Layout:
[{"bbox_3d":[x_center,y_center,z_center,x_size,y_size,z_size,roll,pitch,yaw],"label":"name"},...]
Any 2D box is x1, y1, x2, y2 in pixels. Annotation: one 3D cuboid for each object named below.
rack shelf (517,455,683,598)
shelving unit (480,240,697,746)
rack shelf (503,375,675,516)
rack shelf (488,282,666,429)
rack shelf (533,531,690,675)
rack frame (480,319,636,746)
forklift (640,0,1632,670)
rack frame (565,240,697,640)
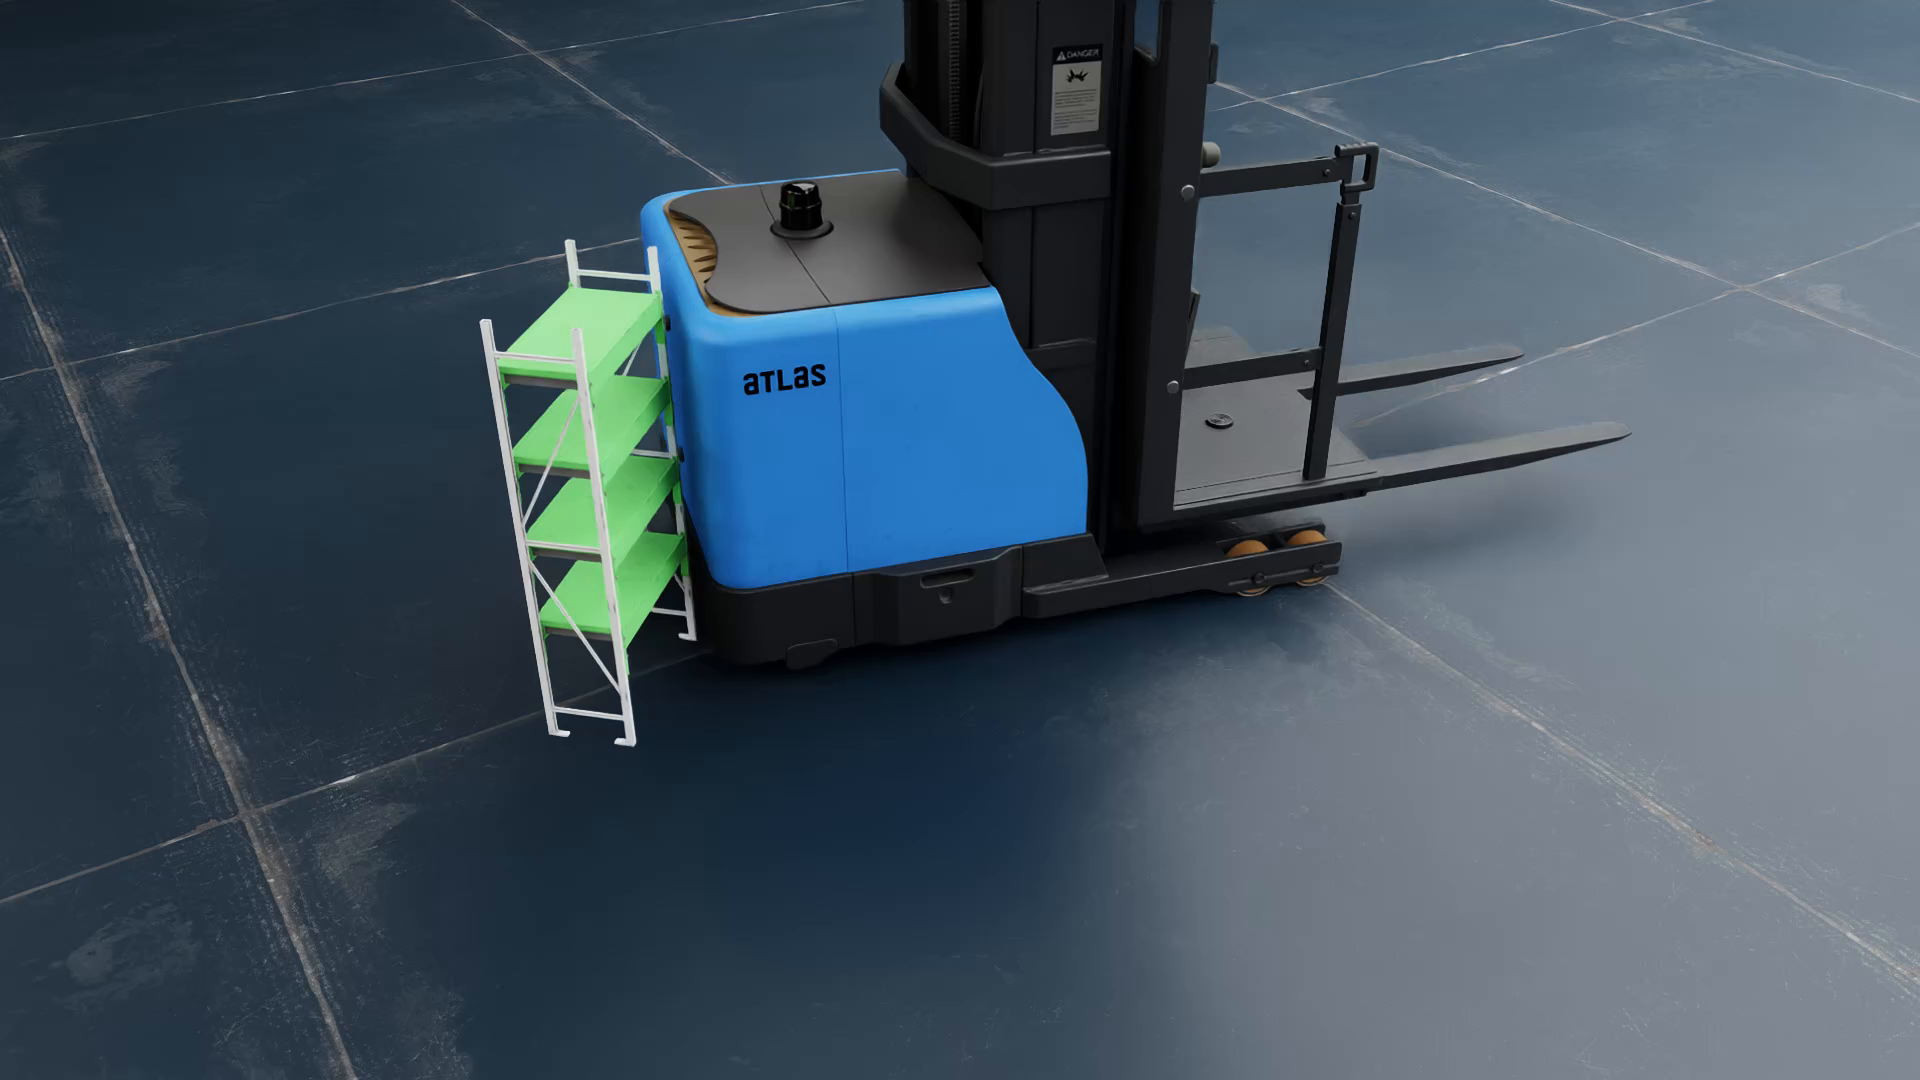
[{"bbox_3d":[-0.927,-0.054,4.331,0.258,0.148,0.480,6,33,10],"label":"rack shelf"},{"bbox_3d":[-0.927,-0.108,4.297,0.258,1.200,0.503,6,33,10],"label":"shelving unit"},{"bbox_3d":[-0.927,-0.257,4.203,0.258,0.148,0.480,6,33,10],"label":"rack shelf"},{"bbox_3d":[-0.927,-0.460,4.075,0.258,0.148,0.480,6,33,10],"label":"rack shelf"},{"bbox_3d":[-0.927,0.149,4.459,0.258,0.148,0.480,6,33,10],"label":"rack shelf"},{"bbox_3d":[-0.975,0.019,4.095,0.240,1.200,0.015,6,33,10],"label":"rack frame"},{"bbox_3d":[0.636,-1.329,4.609,3.031,2.935,1.130,-9,33,-15],"label":"forklift"},{"bbox_3d":[-0.878,-0.236,4.500,0.240,1.200,0.015,6,33,10],"label":"rack frame"}]
